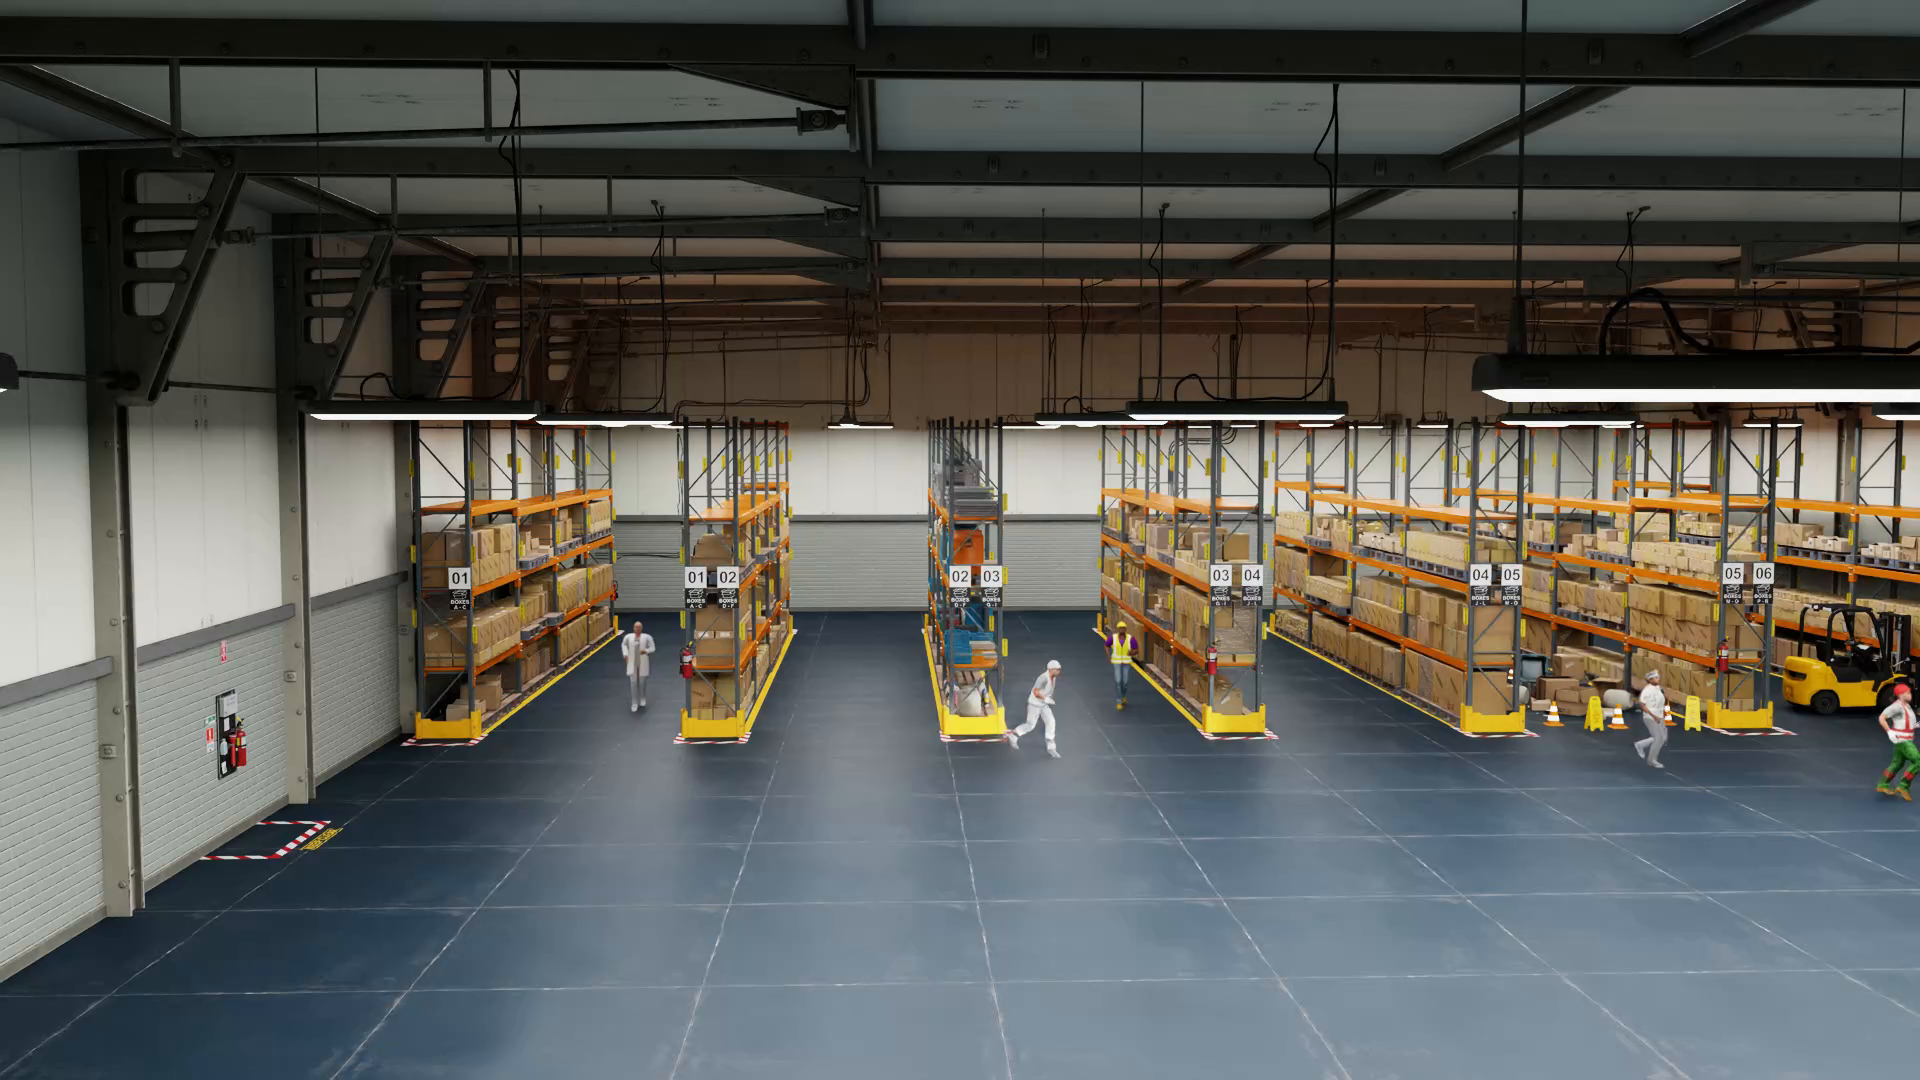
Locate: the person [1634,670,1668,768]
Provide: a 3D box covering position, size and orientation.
[{"bbox_3d":[11.835,3.040,28.517,0.575,1.674,0.533,-4,5,-44],"label":"person"}]

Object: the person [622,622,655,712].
[{"bbox_3d":[-6.638,2.592,34.325,0.699,1.820,0.875,0,4,-6],"label":"person"}]

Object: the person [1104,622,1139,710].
[{"bbox_3d":[3.367,2.594,34.569,0.703,1.812,0.773,0,4,0],"label":"person"}]

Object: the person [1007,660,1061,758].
[{"bbox_3d":[1.323,2.968,29.429,1.060,1.730,0.697,2,4,23],"label":"person"}]

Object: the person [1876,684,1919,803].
[{"bbox_3d":[14.649,3.146,25.801,0.729,1.815,0.641,3,5,39],"label":"person"}]
